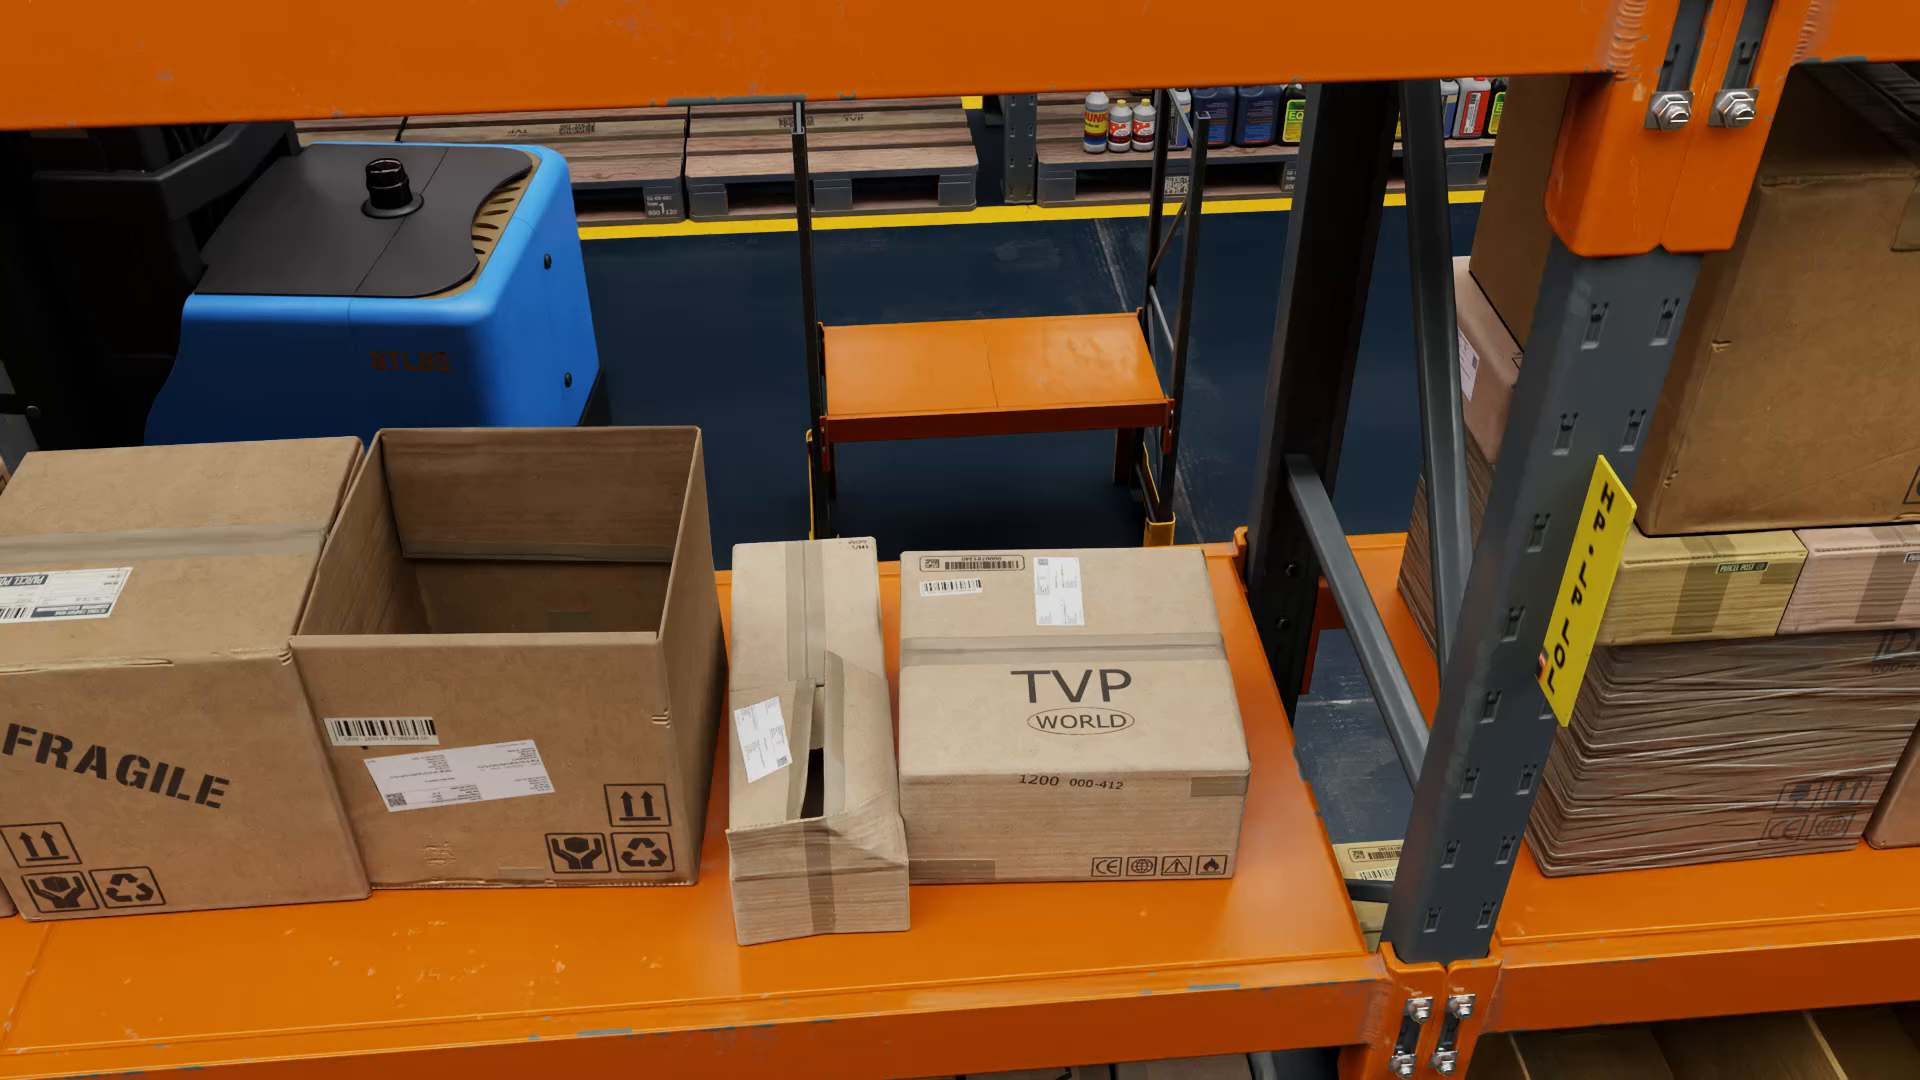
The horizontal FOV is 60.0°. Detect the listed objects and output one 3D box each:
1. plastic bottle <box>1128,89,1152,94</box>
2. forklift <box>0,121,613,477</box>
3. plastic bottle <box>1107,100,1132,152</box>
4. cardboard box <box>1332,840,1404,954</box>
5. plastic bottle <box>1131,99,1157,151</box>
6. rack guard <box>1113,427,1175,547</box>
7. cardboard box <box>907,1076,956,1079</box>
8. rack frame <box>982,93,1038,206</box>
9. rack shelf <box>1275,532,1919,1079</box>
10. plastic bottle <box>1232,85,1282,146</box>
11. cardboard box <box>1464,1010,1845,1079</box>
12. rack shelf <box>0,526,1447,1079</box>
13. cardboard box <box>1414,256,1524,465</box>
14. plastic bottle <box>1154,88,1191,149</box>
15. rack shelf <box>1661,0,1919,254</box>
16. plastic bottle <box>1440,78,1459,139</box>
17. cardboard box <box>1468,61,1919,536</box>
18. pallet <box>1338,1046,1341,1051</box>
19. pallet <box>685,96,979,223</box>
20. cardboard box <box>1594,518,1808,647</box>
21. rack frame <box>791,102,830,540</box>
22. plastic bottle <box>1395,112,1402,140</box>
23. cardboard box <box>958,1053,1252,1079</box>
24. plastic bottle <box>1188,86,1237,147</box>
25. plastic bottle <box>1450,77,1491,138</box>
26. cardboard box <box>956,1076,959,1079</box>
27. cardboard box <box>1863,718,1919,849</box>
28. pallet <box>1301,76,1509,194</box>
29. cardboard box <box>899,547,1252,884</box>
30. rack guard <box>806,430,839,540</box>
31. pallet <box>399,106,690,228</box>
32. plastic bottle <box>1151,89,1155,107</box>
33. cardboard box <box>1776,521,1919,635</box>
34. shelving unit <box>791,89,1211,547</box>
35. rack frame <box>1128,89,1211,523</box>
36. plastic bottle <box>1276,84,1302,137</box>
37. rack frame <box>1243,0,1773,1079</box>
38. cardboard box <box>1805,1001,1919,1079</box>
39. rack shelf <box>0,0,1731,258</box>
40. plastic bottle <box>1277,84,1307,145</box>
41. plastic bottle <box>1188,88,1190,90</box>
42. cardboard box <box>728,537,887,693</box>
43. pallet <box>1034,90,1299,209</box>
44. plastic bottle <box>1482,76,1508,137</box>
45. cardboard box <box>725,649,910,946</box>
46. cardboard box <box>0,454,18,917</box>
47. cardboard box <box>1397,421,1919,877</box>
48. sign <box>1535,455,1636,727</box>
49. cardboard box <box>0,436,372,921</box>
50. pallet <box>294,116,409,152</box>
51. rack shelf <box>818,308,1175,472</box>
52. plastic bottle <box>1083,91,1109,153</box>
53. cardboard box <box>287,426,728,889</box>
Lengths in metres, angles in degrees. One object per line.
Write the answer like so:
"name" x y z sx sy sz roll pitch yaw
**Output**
"plastic bottle" 0.838 -2.163 7.353 0.185 0.351 0.144 -3 38 -4
"forklift" -2.702 -1.246 4.463 3.031 2.935 1.130 1 38 2
"plastic bottle" 0.667 -1.732 6.928 0.097 0.201 0.097 0 38 0
"cardboard box" 1.087 0.905 3.562 0.500 0.250 0.500 -3 38 -4
"plastic bottle" 0.768 -1.738 6.935 0.097 0.201 0.097 0 38 0
"rack guard" 0.572 -0.130 5.212 0.087 0.250 0.587 -3 38 -4
"cardboard box" -0.252 1.077 2.892 0.500 0.311 0.500 -2 38 -3
"rack frame" 0.209 -2.906 6.511 0.127 3.000 1.000 -3 38 -4
"rack shelf" 2.636 0.324 2.999 4.000 0.370 1.077 -3 38 -4
"plastic bottle" 1.238 -1.837 6.940 0.185 0.351 0.144 -5 39 -6
"cardboard box" 1.134 0.939 2.914 0.500 0.500 0.500 -3 38 -4
"rack shelf" -1.348 0.543 2.721 4.000 0.370 1.077 -3 38 -4
"cardboard box" 0.896 -0.290 2.592 0.250 0.149 0.380 -3 38 -4
"plastic bottle" 0.885 -1.791 6.942 0.135 0.276 0.152 -2 38 -2
"rack shelf" 2.636 -0.854 2.070 4.000 0.370 1.077 -3 38 -4
"plastic bottle" 2.011 -1.853 7.020 0.135 0.276 0.152 -4 38 -5
"cardboard box" 1.086 -0.426 2.240 0.500 0.500 0.700 -3 38 -4
"pallet" 1.440 1.228 3.523 1.213 0.211 1.003 -3 38 -4
"pallet" -0.570 -1.744 7.290 1.213 0.211 1.003 -3 38 -4
"cardboard box" 0.929 -0.038 2.273 0.250 0.149 0.380 -3 38 -4
"rack frame" -0.421 -0.566 4.756 0.032 1.500 0.500 -3 38 -4
"plastic bottle" 1.847 -1.870 6.982 0.185 0.351 0.144 -2 38 -2
"cardboard box" 0.266 1.044 2.933 0.500 0.311 0.500 -3 38 -4
"plastic bottle" 1.050 -1.827 6.927 0.185 0.351 0.144 -2 38 -3
"plastic bottle" 2.149 -1.860 7.030 0.135 0.276 0.152 -3 38 -4
"cardboard box" 0.257 1.267 3.103 0.500 0.250 0.500 -3 38 -4
"cardboard box" 1.610 0.050 2.684 0.500 0.500 0.700 -4 38 -4
"pallet" 2.100 -1.891 7.476 1.213 0.211 1.003 -3 38 -4
"cardboard box" 0.158 0.264 2.615 0.500 0.250 0.500 -1 38 -1
"rack guard" -0.420 -0.075 5.143 0.087 0.250 0.587 -3 38 -4
"pallet" -1.788 -1.675 7.202 1.213 0.211 1.003 -3 38 -4
"plastic bottle" 0.875 -1.859 7.022 0.133 0.283 0.061 -3 38 -4
"cardboard box" 1.179 -0.052 2.290 0.250 0.149 0.380 -3 38 -3
"shelving unit" 0.076 -0.593 4.791 1.083 1.500 0.587 -3 38 -4
"rack frame" 0.591 -0.621 4.827 0.032 1.500 0.500 -3 38 -4
"plastic bottle" 1.381 -1.837 7.004 0.097 0.271 0.097 0 38 0
"rack frame" 0.644 0.151 2.637 0.127 3.000 1.000 -3 38 -4
"cardboard box" 1.631 0.906 2.955 0.500 0.500 0.500 -3 38 -4
"rack shelf" -1.348 -0.635 1.792 4.000 0.370 1.077 -3 38 -4
"plastic bottle" 1.406 -1.794 6.940 0.133 0.283 0.061 -2 38 -2
"plastic bottle" 1.037 -1.916 7.039 0.185 0.351 0.144 -3 38 -4
"cardboard box" -0.257 0.172 2.813 0.250 0.149 0.380 -3 38 -4
"pallet" 0.882 -1.822 7.389 1.213 0.211 1.003 -3 38 -4
"plastic bottle" 2.288 -1.842 7.001 0.133 0.283 0.061 -2 38 -3
"cardboard box" -0.215 0.365 2.474 0.258 0.266 0.396 -4 38 -5
"cardboard box" -1.670 0.229 2.458 0.500 0.500 0.500 -5 39 -6
"cardboard box" 1.086 0.083 2.642 0.500 0.500 0.700 -4 38 -5
"sign" 0.702 0.062 1.879 0.005 0.325 0.100 -3 38 -4
"cardboard box" -1.146 0.200 2.494 0.500 0.500 0.500 -3 38 -4
"pallet" -3.000 -1.610 7.120 1.213 0.211 1.003 -3 38 -4
"rack shelf" 0.085 -0.452 4.903 1.000 0.185 0.538 -3 38 -4
"plastic bottle" 0.565 -1.754 6.899 0.097 0.271 0.097 0 38 0
"cardboard box" -0.647 0.173 2.529 0.500 0.500 0.500 -1 38 -1
